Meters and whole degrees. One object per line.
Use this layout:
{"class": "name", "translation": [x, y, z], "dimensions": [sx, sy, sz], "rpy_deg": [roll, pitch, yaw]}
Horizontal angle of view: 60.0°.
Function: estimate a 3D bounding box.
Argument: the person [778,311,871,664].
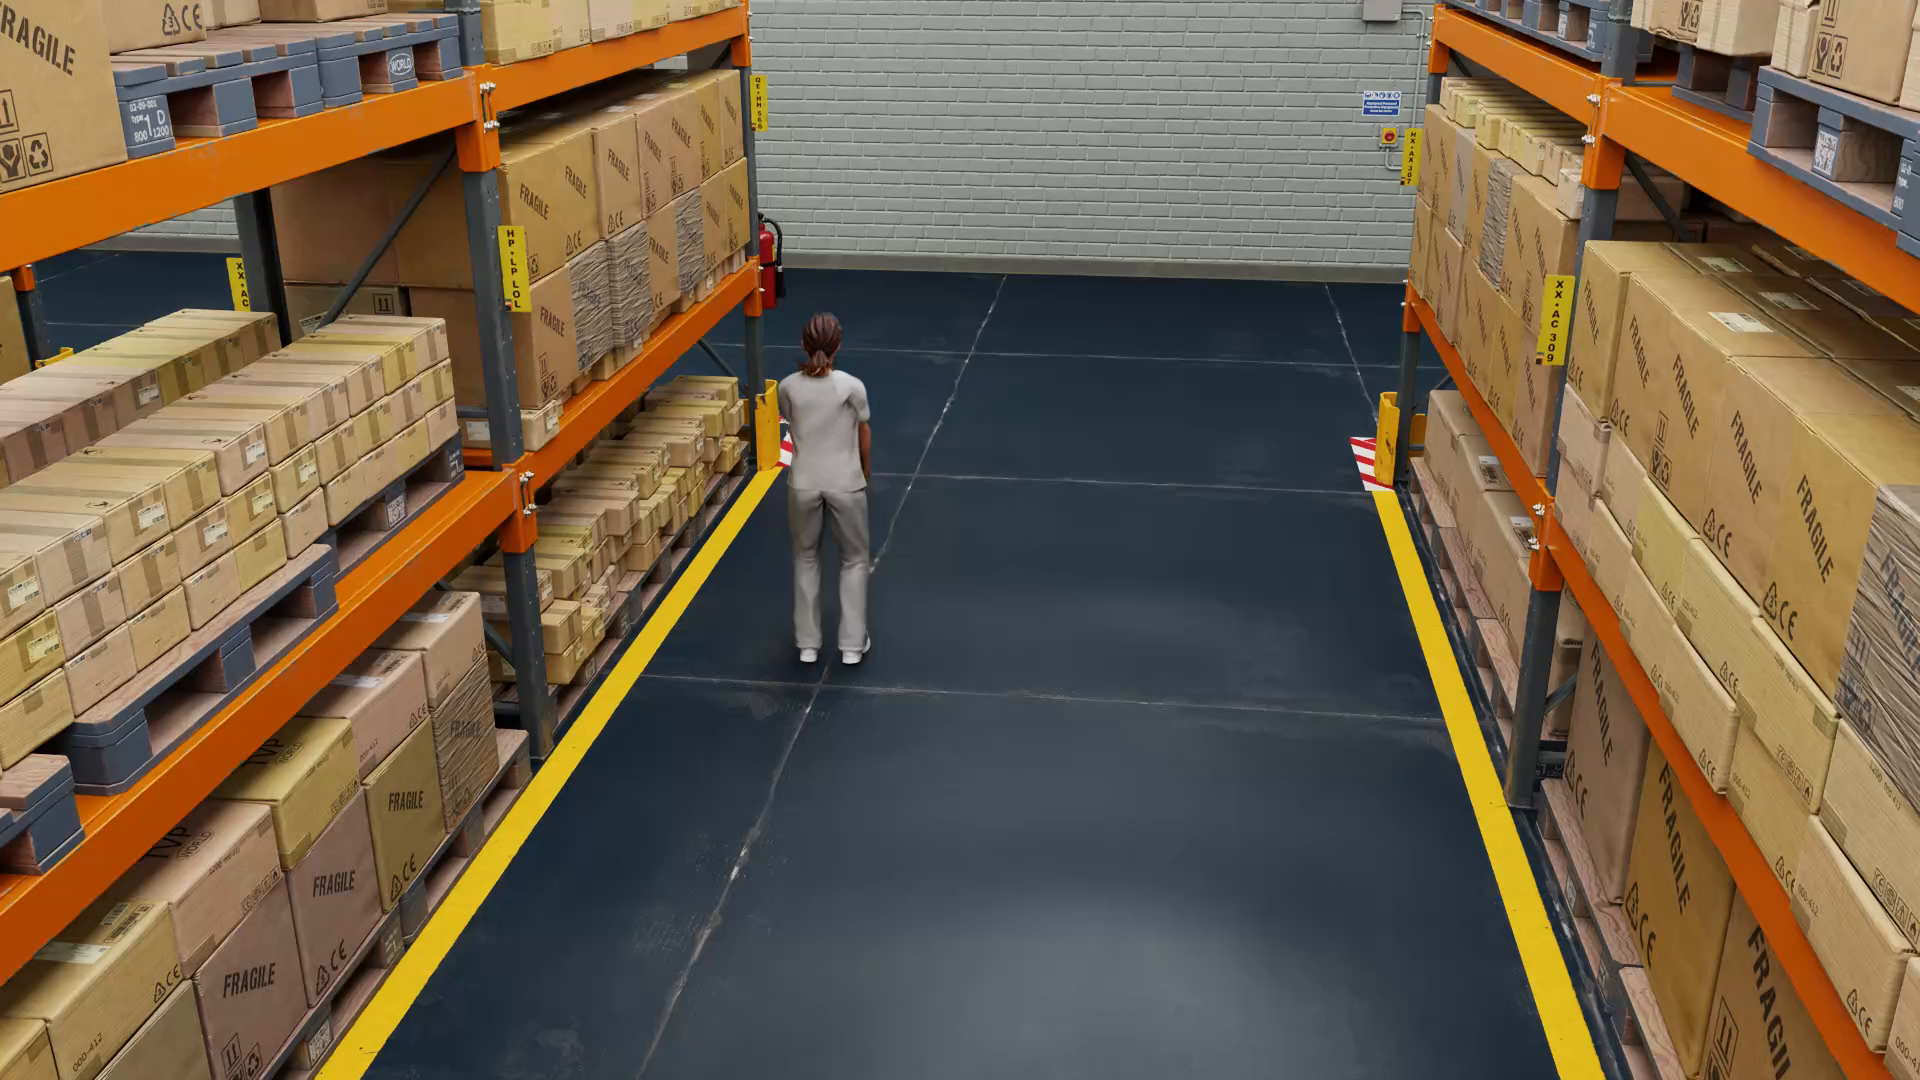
{"class": "person", "translation": [-0.613, -0.258, 7.770], "dimensions": [0.411, 1.666, 0.505], "rpy_deg": [2, 21, 5]}
